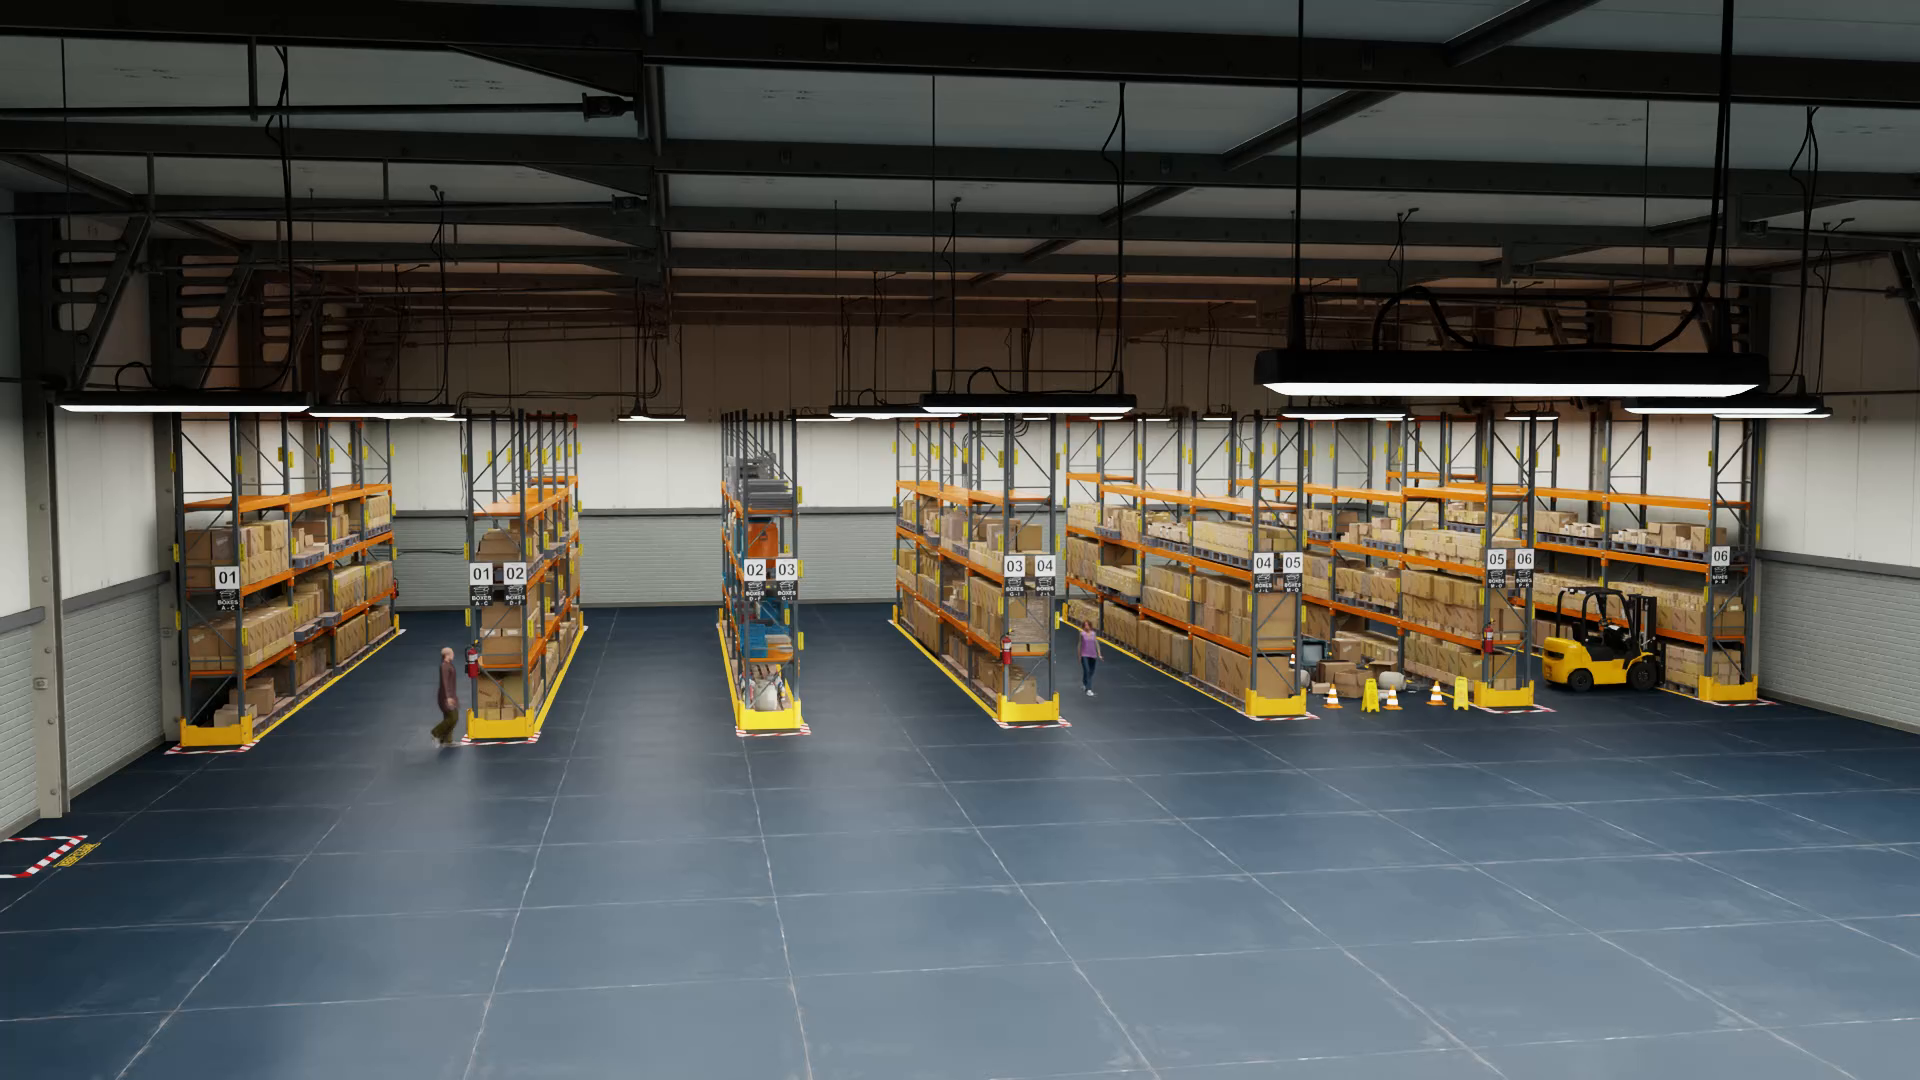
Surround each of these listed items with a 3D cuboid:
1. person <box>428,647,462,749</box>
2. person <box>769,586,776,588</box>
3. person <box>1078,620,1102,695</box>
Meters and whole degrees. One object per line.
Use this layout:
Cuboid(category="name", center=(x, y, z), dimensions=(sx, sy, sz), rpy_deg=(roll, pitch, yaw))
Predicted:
Cuboid(category="person", center=(-9.072, 2.783, 29.245), dimensions=(0.569, 1.758, 0.608), rpy_deg=(-1, 4, -13))
Cuboid(category="person", center=(-5.309, 1.531, 48.577), dimensions=(0.605, 1.620, 0.588), rpy_deg=(-1, 4, -17))
Cuboid(category="person", center=(2.738, 2.468, 35.229), dimensions=(0.441, 1.553, 0.888), rpy_deg=(-1, 4, -12))
